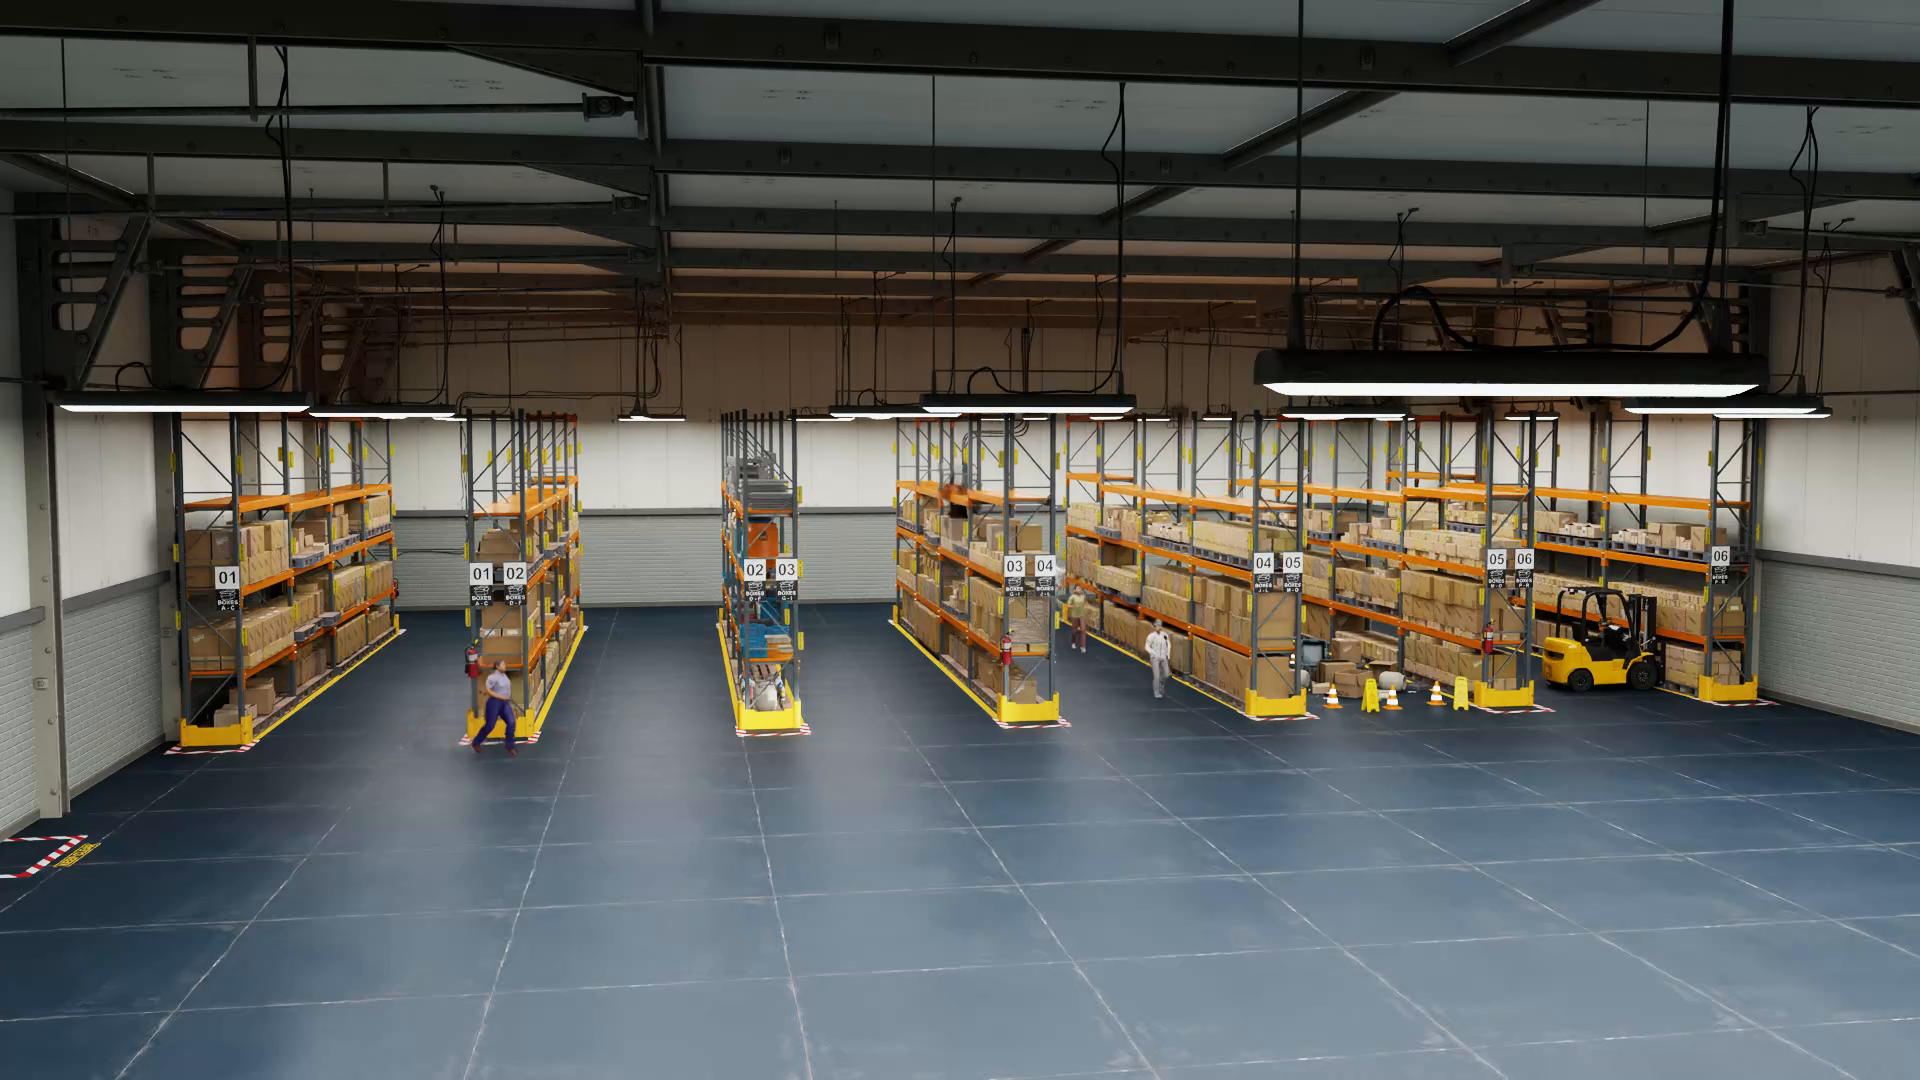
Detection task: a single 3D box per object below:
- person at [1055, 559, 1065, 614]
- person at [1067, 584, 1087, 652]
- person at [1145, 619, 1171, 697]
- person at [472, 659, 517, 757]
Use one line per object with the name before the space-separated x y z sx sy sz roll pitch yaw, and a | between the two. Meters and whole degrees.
person | 2.787 1.399 49.495 0.940 1.799 0.694 -2 5 -30
person | 2.962 1.941 41.687 0.574 1.662 0.941 -1 4 -12
person | 4.167 2.472 34.659 0.589 1.653 0.528 -1 4 -11
person | -8.006 2.899 28.877 0.850 1.674 0.654 2 4 23
